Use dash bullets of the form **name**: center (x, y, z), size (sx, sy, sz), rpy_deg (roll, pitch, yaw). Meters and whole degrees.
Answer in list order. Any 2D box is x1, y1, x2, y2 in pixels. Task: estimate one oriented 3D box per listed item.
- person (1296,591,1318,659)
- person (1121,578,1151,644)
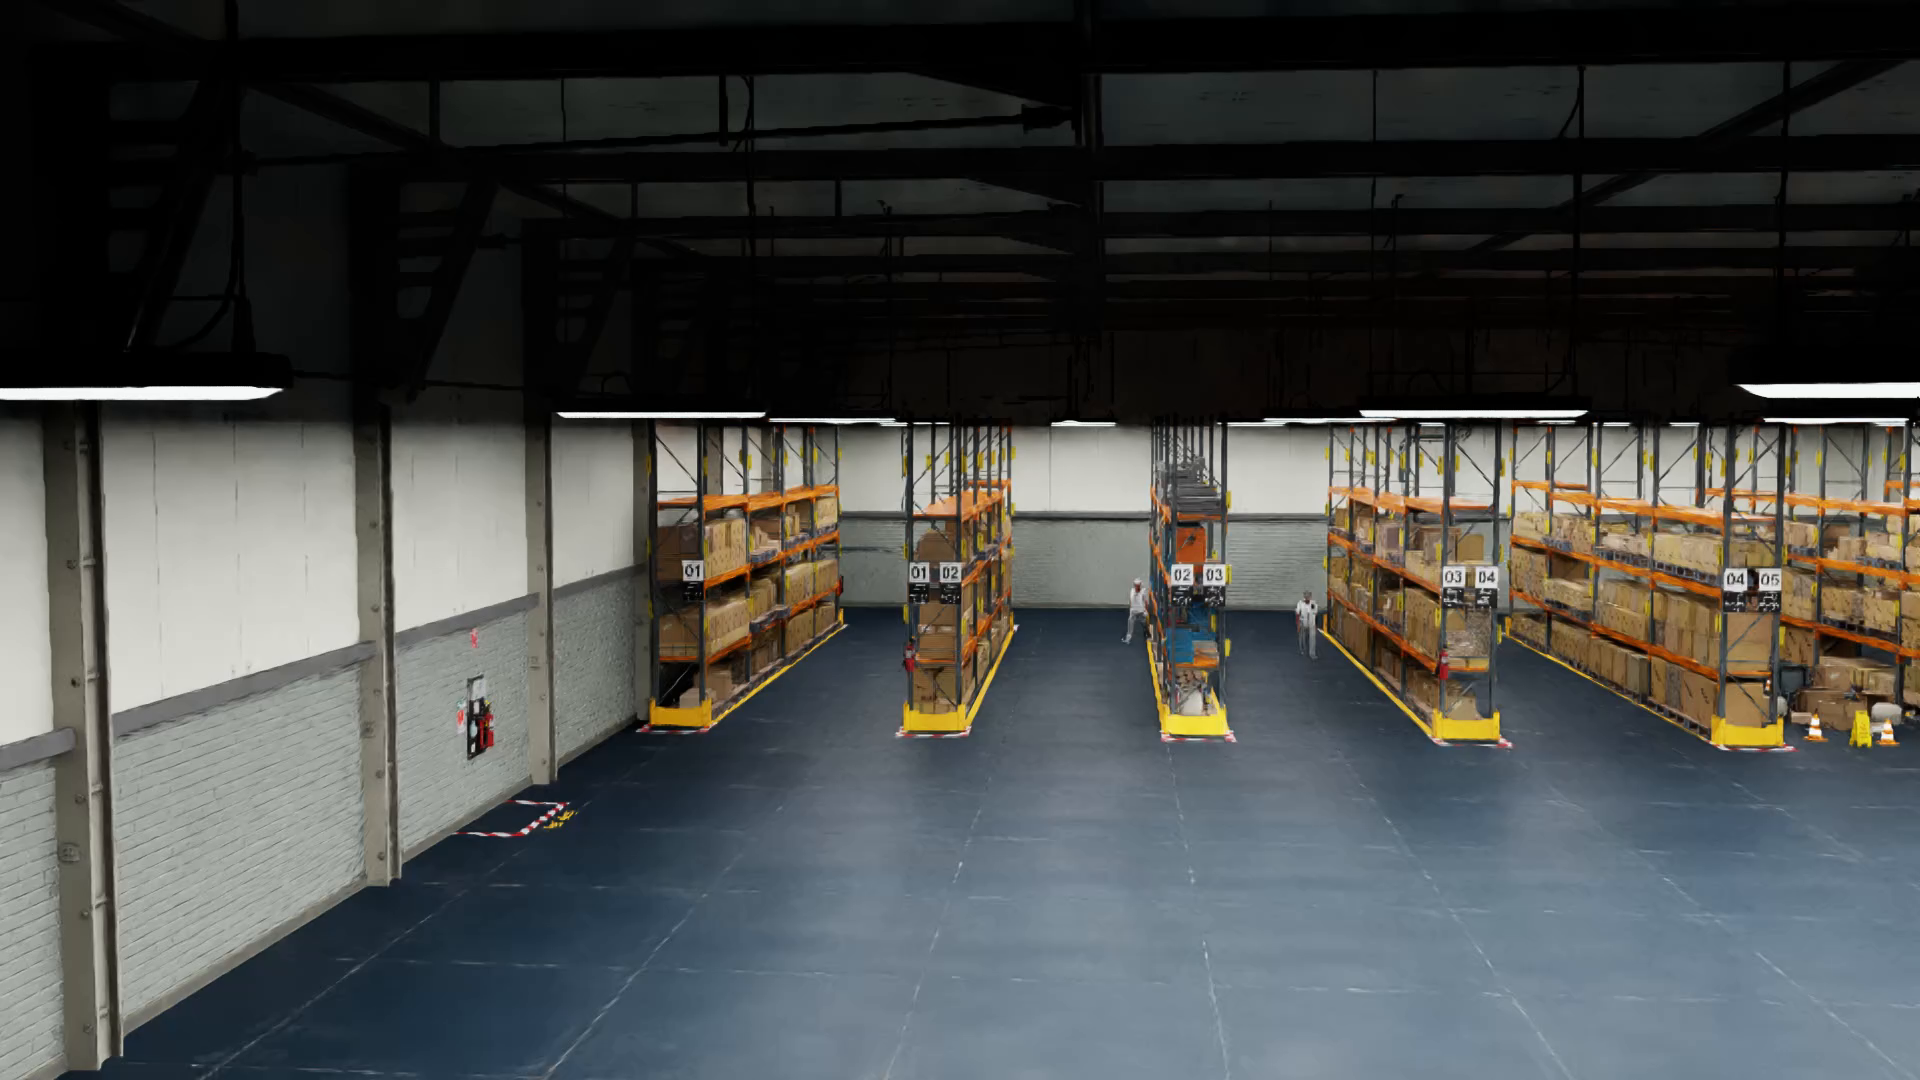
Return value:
- **person**: center (8.622, 2.089, 41.366), size (0.542, 1.669, 1.126), rpy_deg (0, 4, 7)
- **person**: center (4.721, 1.880, 44.194), size (0.606, 1.745, 0.951), rpy_deg (2, 5, 33)
